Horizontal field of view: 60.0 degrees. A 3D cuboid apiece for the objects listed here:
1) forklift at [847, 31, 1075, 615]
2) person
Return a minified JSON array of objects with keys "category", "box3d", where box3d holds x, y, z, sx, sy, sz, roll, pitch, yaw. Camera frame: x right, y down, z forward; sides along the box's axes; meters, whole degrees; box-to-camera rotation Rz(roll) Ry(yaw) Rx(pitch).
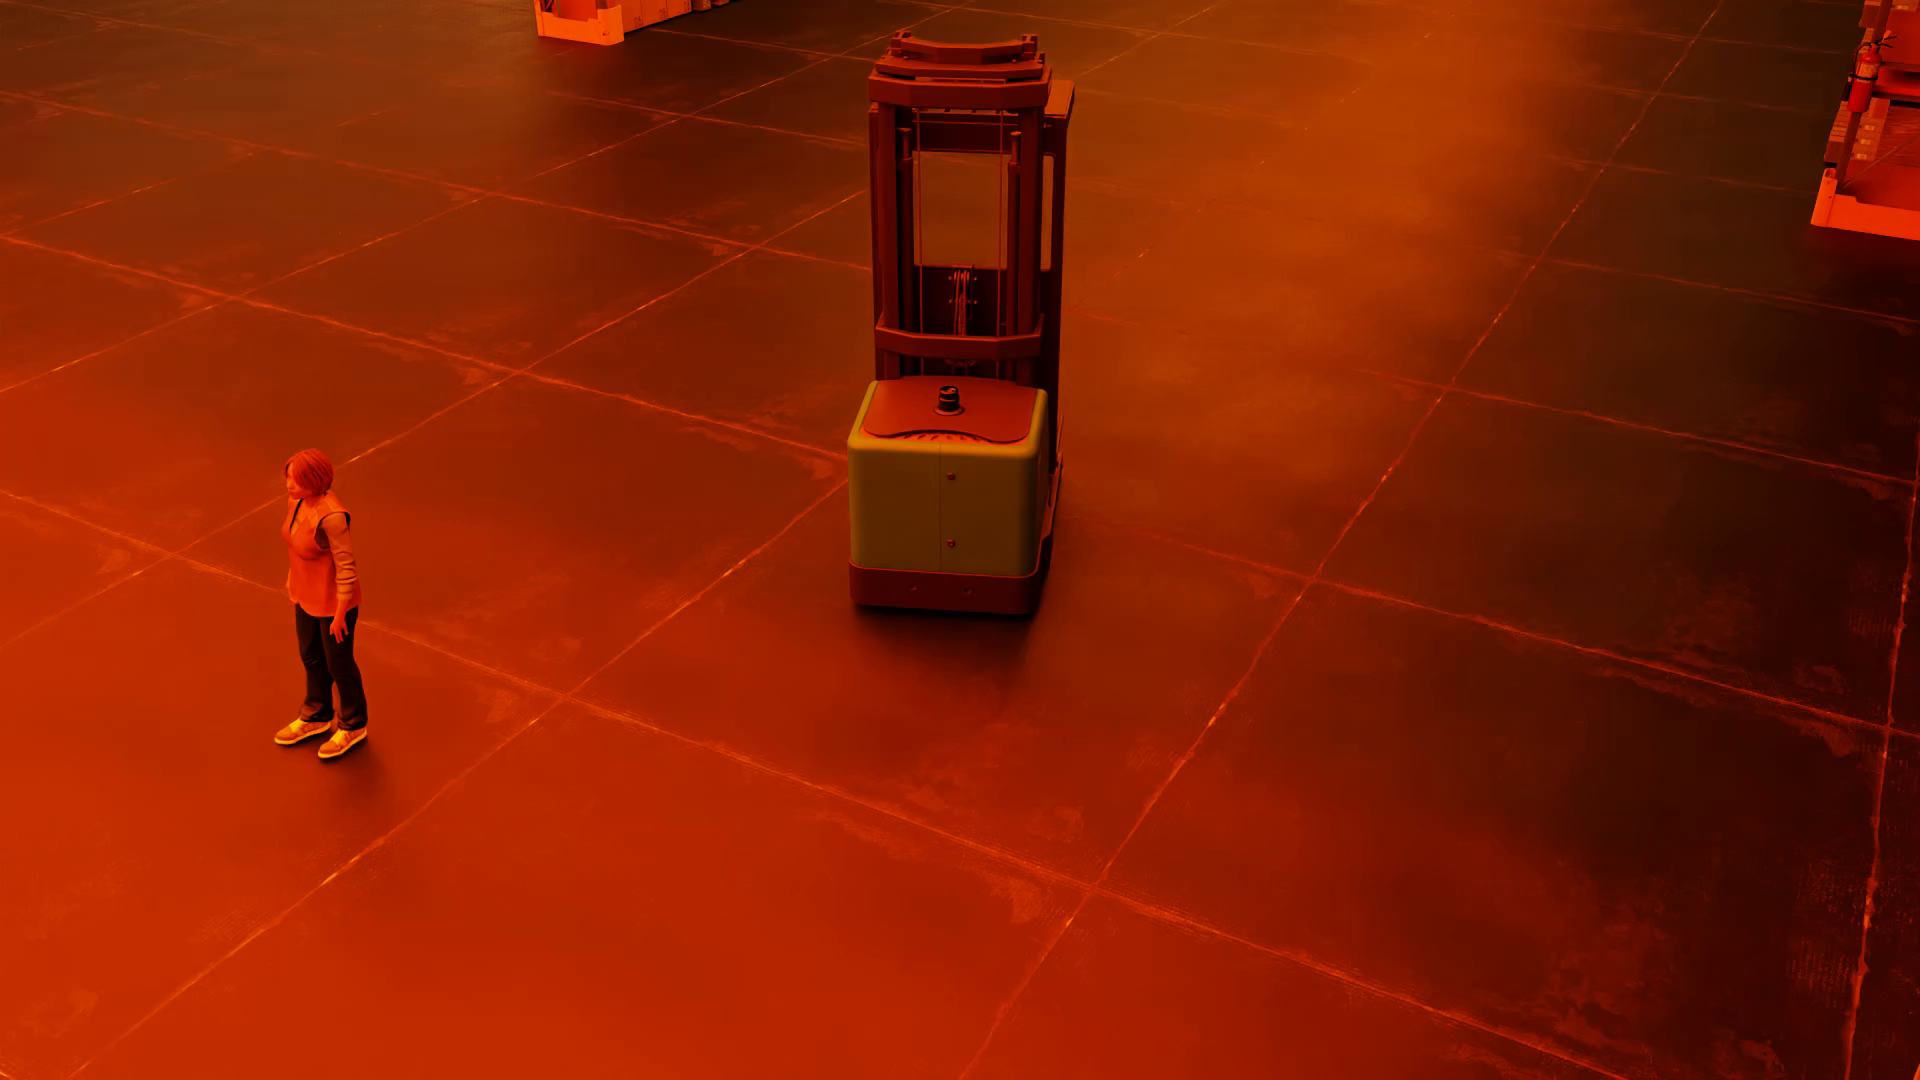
[{"category":"forklift","box3d":[0.072,-1.572,9.794,1.130,2.935,3.031,3,30,6]},{"category":"person","box3d":[-3.064,0.318,7.842,0.517,1.599,0.472,26,39,38]}]
